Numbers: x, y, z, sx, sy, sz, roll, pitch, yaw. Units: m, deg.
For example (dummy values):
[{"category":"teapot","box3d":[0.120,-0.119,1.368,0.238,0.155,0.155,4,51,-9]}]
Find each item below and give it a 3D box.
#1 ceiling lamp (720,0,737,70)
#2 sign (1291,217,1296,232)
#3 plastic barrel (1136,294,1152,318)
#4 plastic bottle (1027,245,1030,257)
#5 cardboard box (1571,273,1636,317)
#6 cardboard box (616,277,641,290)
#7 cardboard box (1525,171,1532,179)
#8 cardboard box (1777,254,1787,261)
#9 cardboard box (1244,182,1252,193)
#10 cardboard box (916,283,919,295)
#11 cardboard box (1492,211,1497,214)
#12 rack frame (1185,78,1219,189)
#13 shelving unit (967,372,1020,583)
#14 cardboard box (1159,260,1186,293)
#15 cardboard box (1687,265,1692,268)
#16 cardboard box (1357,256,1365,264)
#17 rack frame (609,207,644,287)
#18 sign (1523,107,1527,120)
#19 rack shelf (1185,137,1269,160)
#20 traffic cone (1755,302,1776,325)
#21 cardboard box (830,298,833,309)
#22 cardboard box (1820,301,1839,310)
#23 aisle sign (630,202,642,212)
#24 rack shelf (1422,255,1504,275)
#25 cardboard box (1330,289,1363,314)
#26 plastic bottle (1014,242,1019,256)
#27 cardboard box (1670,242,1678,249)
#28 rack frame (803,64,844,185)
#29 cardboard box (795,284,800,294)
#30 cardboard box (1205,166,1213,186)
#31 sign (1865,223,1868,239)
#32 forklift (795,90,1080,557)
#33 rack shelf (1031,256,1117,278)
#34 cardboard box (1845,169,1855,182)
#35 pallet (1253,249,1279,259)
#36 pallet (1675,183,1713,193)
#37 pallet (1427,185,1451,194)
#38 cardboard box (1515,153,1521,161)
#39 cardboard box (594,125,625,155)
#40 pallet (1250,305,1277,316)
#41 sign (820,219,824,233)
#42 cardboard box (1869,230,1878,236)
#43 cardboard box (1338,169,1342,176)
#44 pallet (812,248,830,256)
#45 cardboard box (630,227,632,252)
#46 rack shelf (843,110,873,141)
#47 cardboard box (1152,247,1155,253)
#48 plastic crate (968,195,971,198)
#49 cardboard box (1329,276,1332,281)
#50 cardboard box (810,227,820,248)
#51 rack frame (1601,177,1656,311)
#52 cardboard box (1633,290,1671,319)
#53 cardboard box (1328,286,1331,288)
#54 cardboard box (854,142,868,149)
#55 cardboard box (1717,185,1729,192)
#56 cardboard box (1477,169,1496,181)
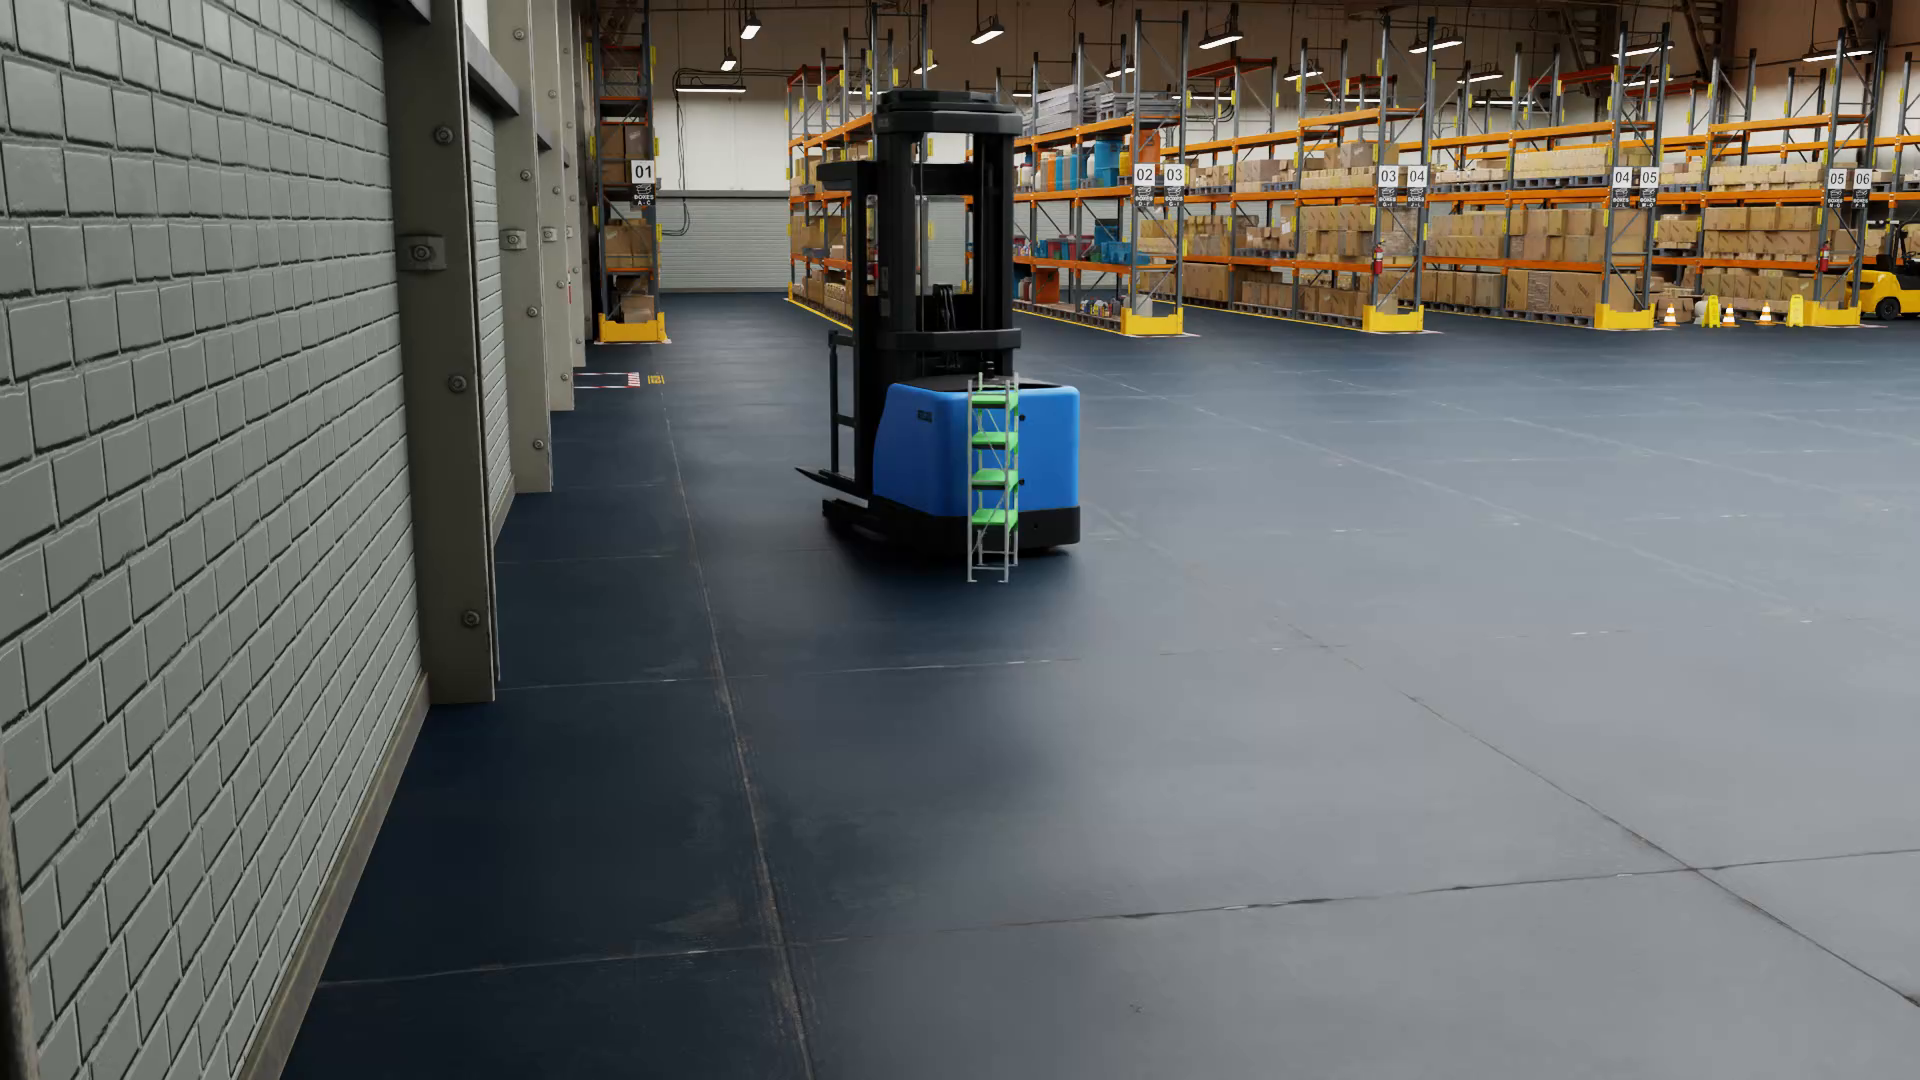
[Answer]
[{"category":"ceiling lamp","box3d":[-5.372,-13.054,40.104,0.800,3.185,2.000,-2,11,-11]},{"category":"sign","box3d":[7.301,-6.912,36.391,0.100,0.325,0.005,-2,11,-11]},{"category":"plastic barrel","box3d":[3.562,-4.552,32.621,0.421,0.512,0.421,0,11,0]},{"category":"plastic bottle","box3d":[1.667,-6.961,40.059,0.061,0.283,0.133,-2,11,-11]},{"category":"cardboard box","box3d":[13.311,-5.077,34.405,0.875,0.875,0.875,-2,11,-11]},{"category":"cardboard box","box3d":[-6.980,-5.395,35.022,0.500,0.250,0.500,-2,11,-12]},{"category":"cardboard box","box3d":[12.567,-7.959,36.248,0.380,0.149,0.250,-2,11,-11]},{"category":"cardboard box","box3d":[17.795,-6.064,35.707,0.380,0.149,0.250,-2,11,-10]},{"category":"cardboard box","box3d":[7.008,-8.308,39.201,0.500,0.250,0.500,-2,11,-10]},{"category":"cardboard box","box3d":[-1.080,-4.693,32.054,0.500,0.500,0.500,-2,11,-11]},{"category":"cardboard box","box3d":[15.451,-9.332,47.528,0.380,0.149,0.250,-2,11,-12]},{"category":"rack frame","box3d":[6.289,-10.778,43.757,1.000,3.000,0.127,-2,11,-11]},{"category":"shelving unit","box3d":[0.202,-0.385,10.010,0.258,1.200,0.503,2,11,8]},{"category":"cardboard box","box3d":[6.064,-7.283,45.996,0.875,0.875,0.875,-2,11,-11]},{"category":"cardboard box","box3d":[20.746,-7.742,46.884,0.380,0.149,0.250,-2,11,-12]},{"category":"cardboard box","box3d":[8.218,-5.641,33.485,0.380,0.149,0.250,-2,11,-11]},{"category":"rack frame","box3d":[-9.065,-8.024,45.333,1.000,3.000,0.127,-2,11,-11]},{"category":"sign","box3d":[15.461,-11.660,45.466,0.100,0.325,0.005,-2,11,-11]},{"category":"rack shelf","box3d":[6.678,-9.861,41.934,1.077,0.370,4.000,-2,11,-11]},{"category":"traffic cone","box3d":[16.995,-4.776,35.053,0.336,0.463,0.334,-2,11,-11]},{"category":"cardboard box","box3d":[-2.631,-5.299,37.247,0.500,0.250,0.500,-2,11,-13]},{"category":"cardboard box","box3d":[18.458,-5.004,35.696,0.500,0.250,0.500,-2,11,-11]},{"category":"aisle sign","box3d":[-8.785,-9.325,45.217,0.394,0.787,0.004,-2,11,-11]},{"category":"rack shelf","box3d":[12.341,-6.539,39.454,1.077,0.370,4.000,-2,11,-11]},{"category":"cardboard box","box3d":[8.200,-5.052,35.277,0.500,0.500,0.500,-3,11,-16]},{"category":"plastic bottle","box3d":[1.437,-7.250,41.399,0.144,0.351,0.185,-2,11,-11]},{"category":"cardboard box","box3d":[17.076,-6.986,39.429,0.380,0.149,0.250,-2,11,-12]},{"category":"rack frame","box3d":[-3.429,-10.419,41.868,1.000,3.000,0.127,-2,11,-11]},{"category":"cardboard box","box3d":[-4.185,-6.777,44.957,0.500,0.250,0.500,-2,11,-11]},{"category":"cardboard box","box3d":[6.649,-9.202,42.099,0.797,0.503,0.637,-2,11,-12]},{"category":"sign","box3d":[18.876,-6.436,34.671,0.100,0.325,0.005,-2,11,-11]},{"category":"forklift","box3d":[-0.326,-1.564,11.574,1.130,2.935,3.031,-5,12,-26]},{"category":"rack shelf","box3d":[2.598,-6.197,37.657,1.077,0.370,4.000,-2,11,-11]},{"category":"cardboard box","box3d":[18.507,-7.638,34.889,0.500,0.250,0.500,-2,11,-12]},{"category":"pallet","box3d":[7.492,-6.642,38.582,1.003,0.211,1.213,-2,11,-11]},{"category":"pallet","box3d":[17.550,-8.223,38.855,1.213,0.211,1.003,-2,11,-11]},{"category":"pallet","box3d":[12.129,-8.524,40.441,1.213,0.211,1.003,-2,11,-8]},{"category":"cardboard box","box3d":[12.467,-8.444,36.664,0.380,0.149,0.250,-2,11,-10]},{"category":"cardboard box","box3d":[-6.293,-7.183,29.896,0.500,0.500,0.500,-2,11,-8]},{"category":"pallet","box3d":[7.452,-5.361,38.798,1.003,0.211,1.213,-2,11,-11]},{"category":"sign","box3d":[-3.181,-7.246,38.361,0.100,0.325,0.005,-2,11,-11]},{"category":"cardboard box","box3d":[22.082,-7.374,39.917,0.380,0.149,0.250,-2,11,-12]},{"category":"cardboard box","box3d":[8.009,-7.556,34.187,0.380,0.149,0.250,-3,11,-14]},{"category":"pallet","box3d":[-3.034,-7.000,40.465,1.003,0.211,1.213,-2,11,-11]},{"category":"cardboard box","box3d":[-6.342,-5.566,30.758,0.500,0.500,0.500,-2,11,-10]},{"category":"rack shelf","box3d":[-1.484,-8.035,32.337,1.077,0.370,4.000,-2,11,-11]},{"category":"cardboard box","box3d":[5.557,-8.082,46.309,0.380,0.149,0.250,-2,11,-12]},{"category":"plastic crate","box3d":[0.454,-9.713,46.534,0.497,0.269,0.590,-2,11,-11]},{"category":"cardboard box","box3d":[10.588,-7.334,46.618,0.380,0.149,0.250,-3,11,-14]},{"category":"cardboard box","box3d":[-3.360,-7.508,41.230,0.700,0.500,0.500,0,11,-2]},{"category":"rack frame","box3d":[13.508,-5.792,33.605,1.000,3.000,0.127,-2,11,-11]},{"category":"cardboard box","box3d":[15.329,-5.232,36.977,0.797,0.637,0.503,-2,11,-11]},{"category":"cardboard box","box3d":[10.562,-7.048,46.706,0.380,0.149,0.250,-2,11,-11]},{"category":"cardboard box","box3d":[-1.954,-8.093,34.946,0.500,0.500,0.500,-2,11,-10]},{"category":"cardboard box","box3d":[17.379,-7.958,37.635,0.380,0.149,0.250,-2,11,-11]},{"category":"cardboard box","box3d":[12.274,-8.399,38.292,0.500,0.250,0.500,-2,11,-11]}]
